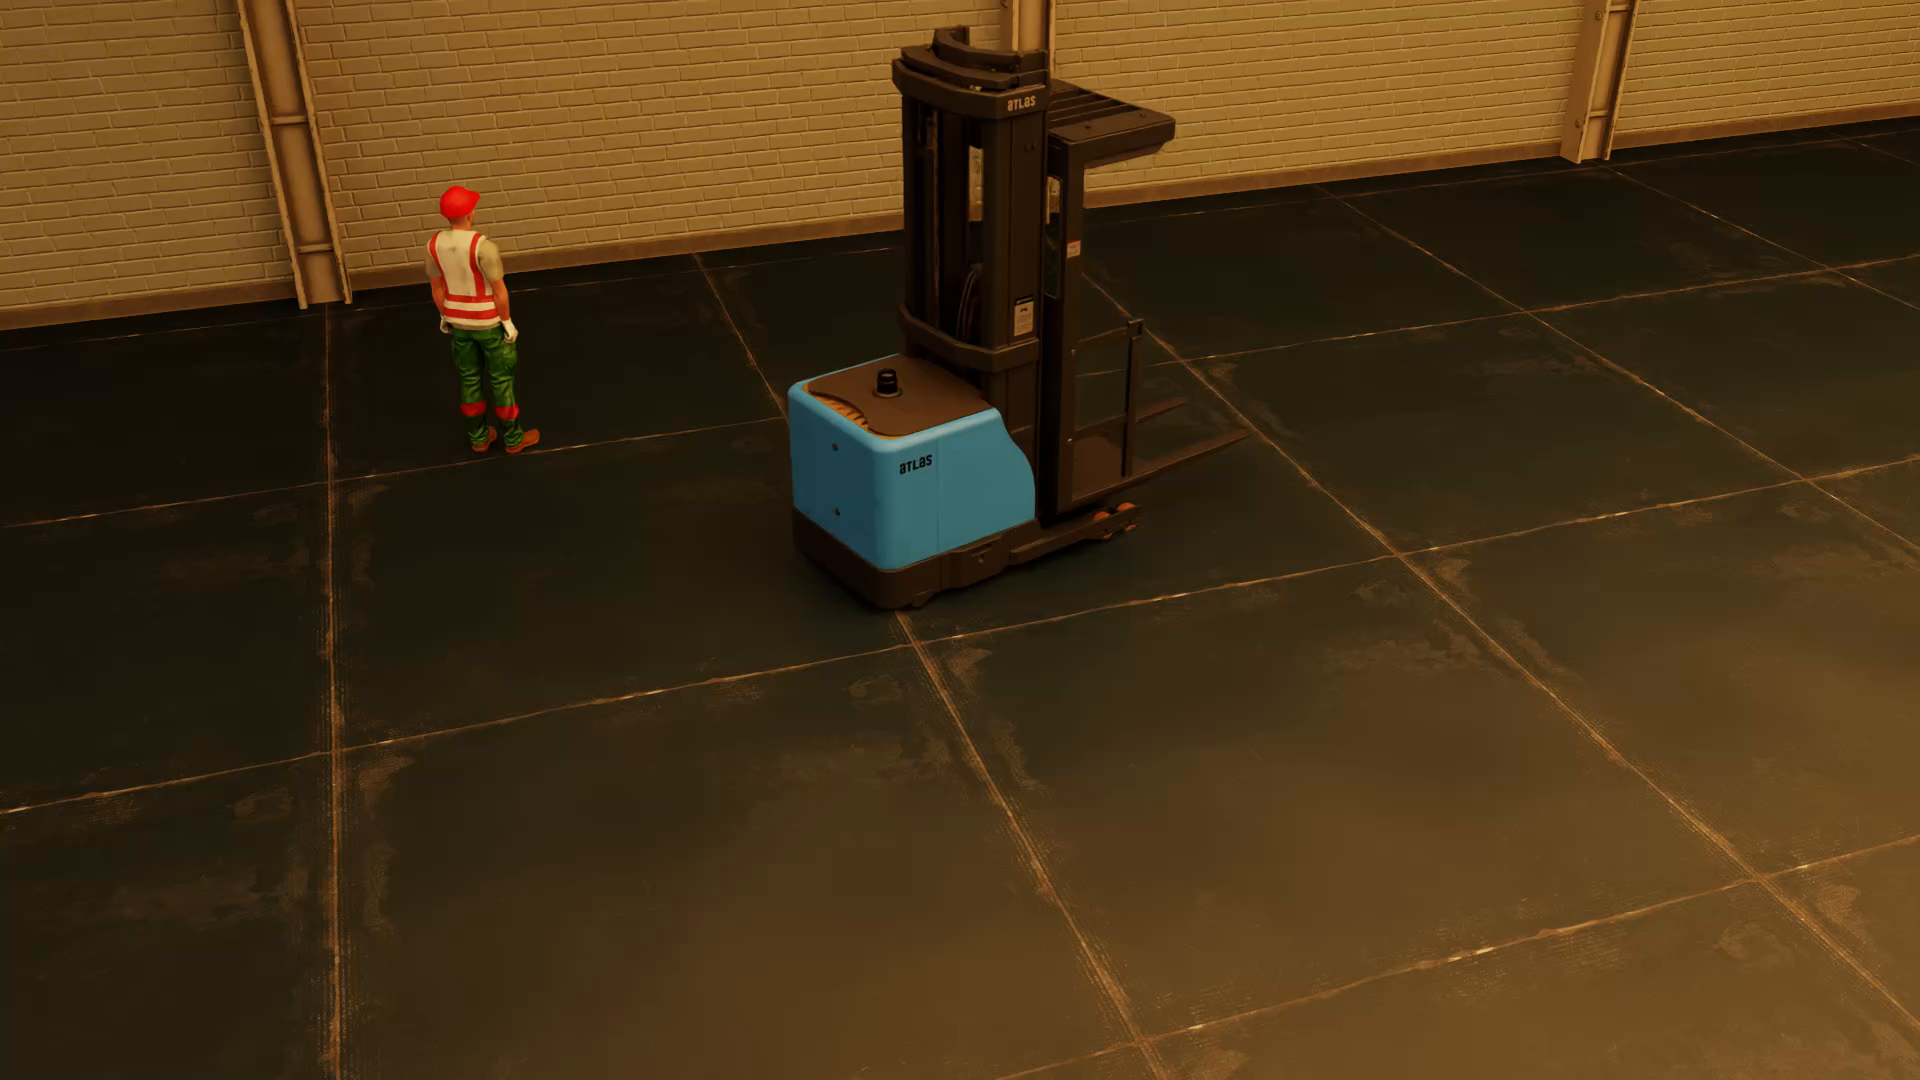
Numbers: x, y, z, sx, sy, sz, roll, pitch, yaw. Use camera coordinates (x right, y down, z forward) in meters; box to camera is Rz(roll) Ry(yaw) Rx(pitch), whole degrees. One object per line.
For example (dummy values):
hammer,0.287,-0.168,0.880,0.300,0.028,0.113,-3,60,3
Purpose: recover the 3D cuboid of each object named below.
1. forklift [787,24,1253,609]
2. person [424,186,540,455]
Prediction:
forklift,0.492,-1.464,9.632,3.031,2.935,1.130,-20,36,-31
person,-3.090,-1.409,10.681,0.526,1.796,0.363,6,31,11
